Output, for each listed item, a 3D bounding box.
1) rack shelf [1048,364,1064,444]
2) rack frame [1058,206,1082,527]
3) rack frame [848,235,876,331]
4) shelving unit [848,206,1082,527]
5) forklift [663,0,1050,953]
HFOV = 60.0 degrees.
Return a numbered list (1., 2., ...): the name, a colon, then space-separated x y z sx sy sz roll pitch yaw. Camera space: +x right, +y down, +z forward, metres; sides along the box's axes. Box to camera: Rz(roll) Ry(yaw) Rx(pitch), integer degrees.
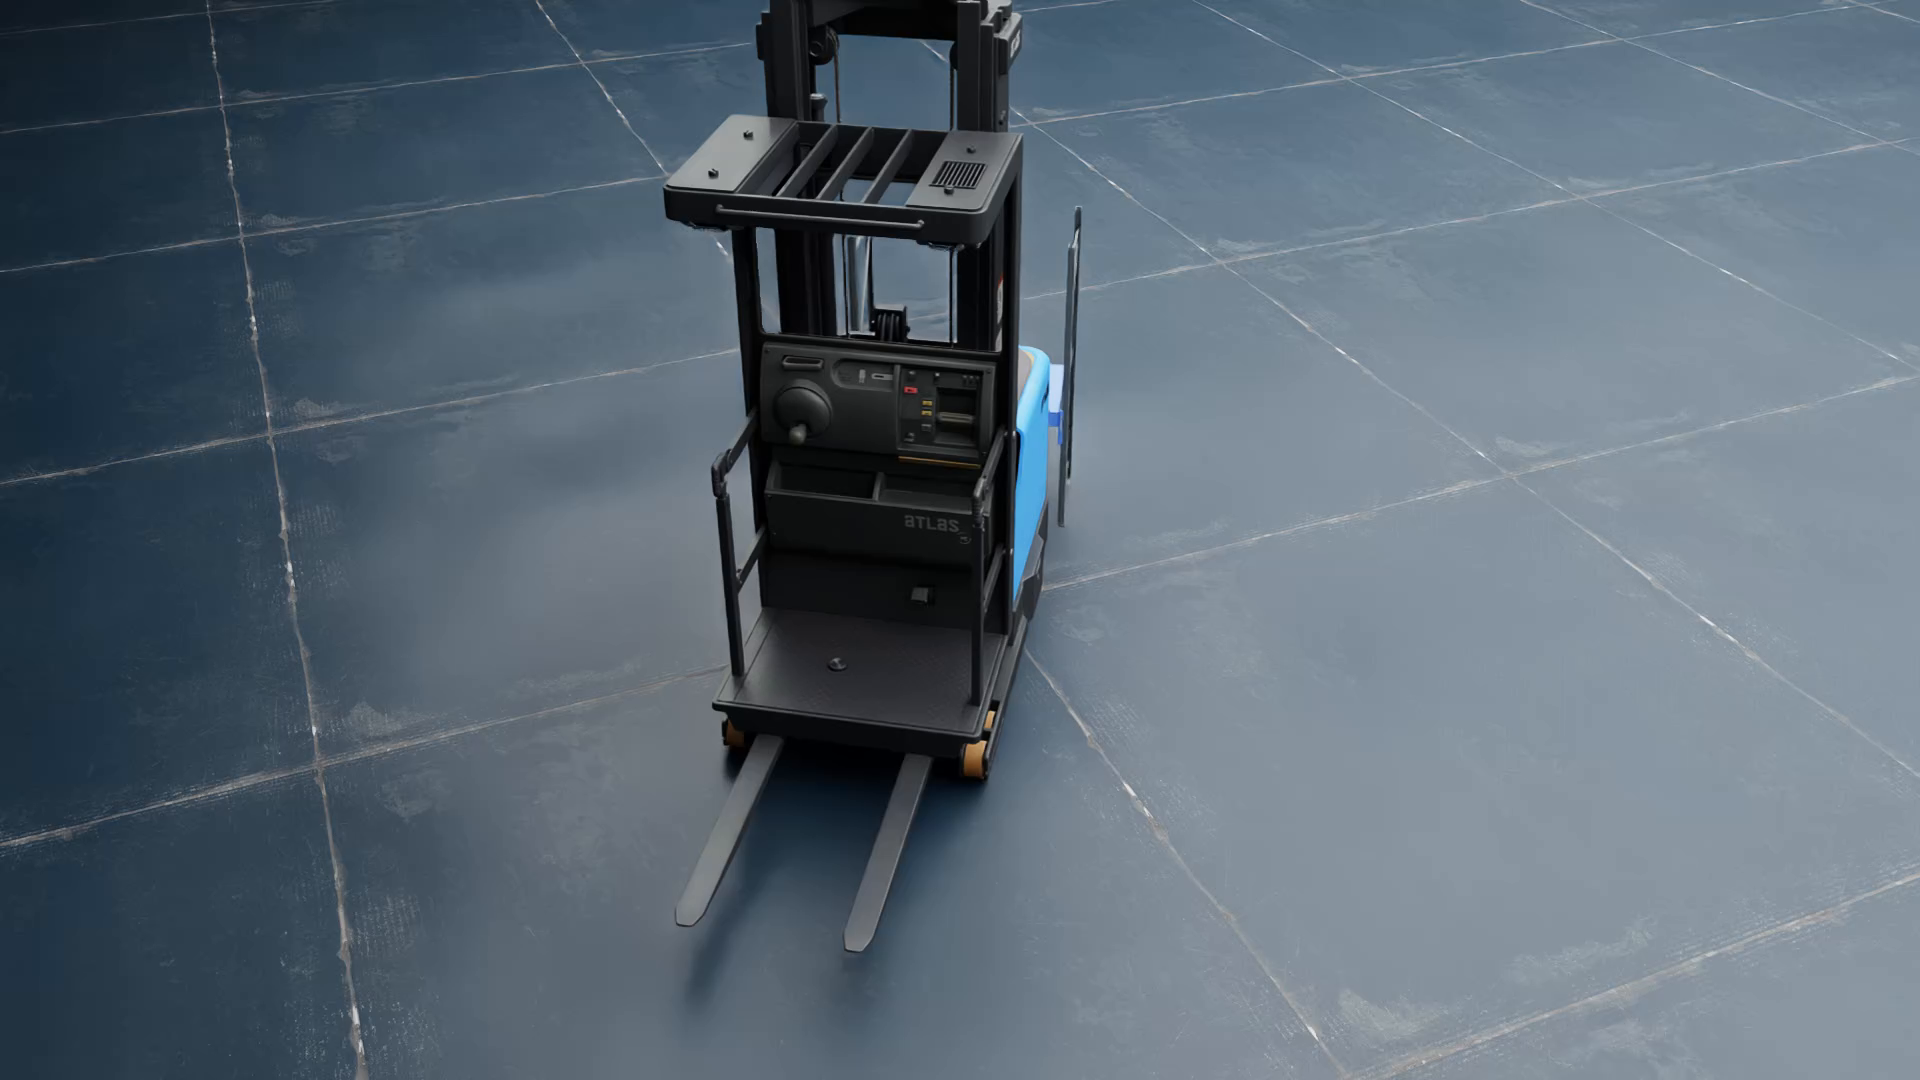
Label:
1. rack shelf: 0.033 -0.716 8.306 1.000 0.185 0.538 4 33 6
2. rack frame: 0.538 -0.832 8.153 0.032 1.500 0.500 4 33 6
3. rack frame: -0.471 -0.902 8.261 0.032 1.500 0.500 4 33 6
4. shelving unit: 0.033 -0.867 8.207 1.048 1.500 0.538 4 33 6
5. forklift: -0.366 -0.478 6.297 1.130 2.935 3.031 6 34 9
